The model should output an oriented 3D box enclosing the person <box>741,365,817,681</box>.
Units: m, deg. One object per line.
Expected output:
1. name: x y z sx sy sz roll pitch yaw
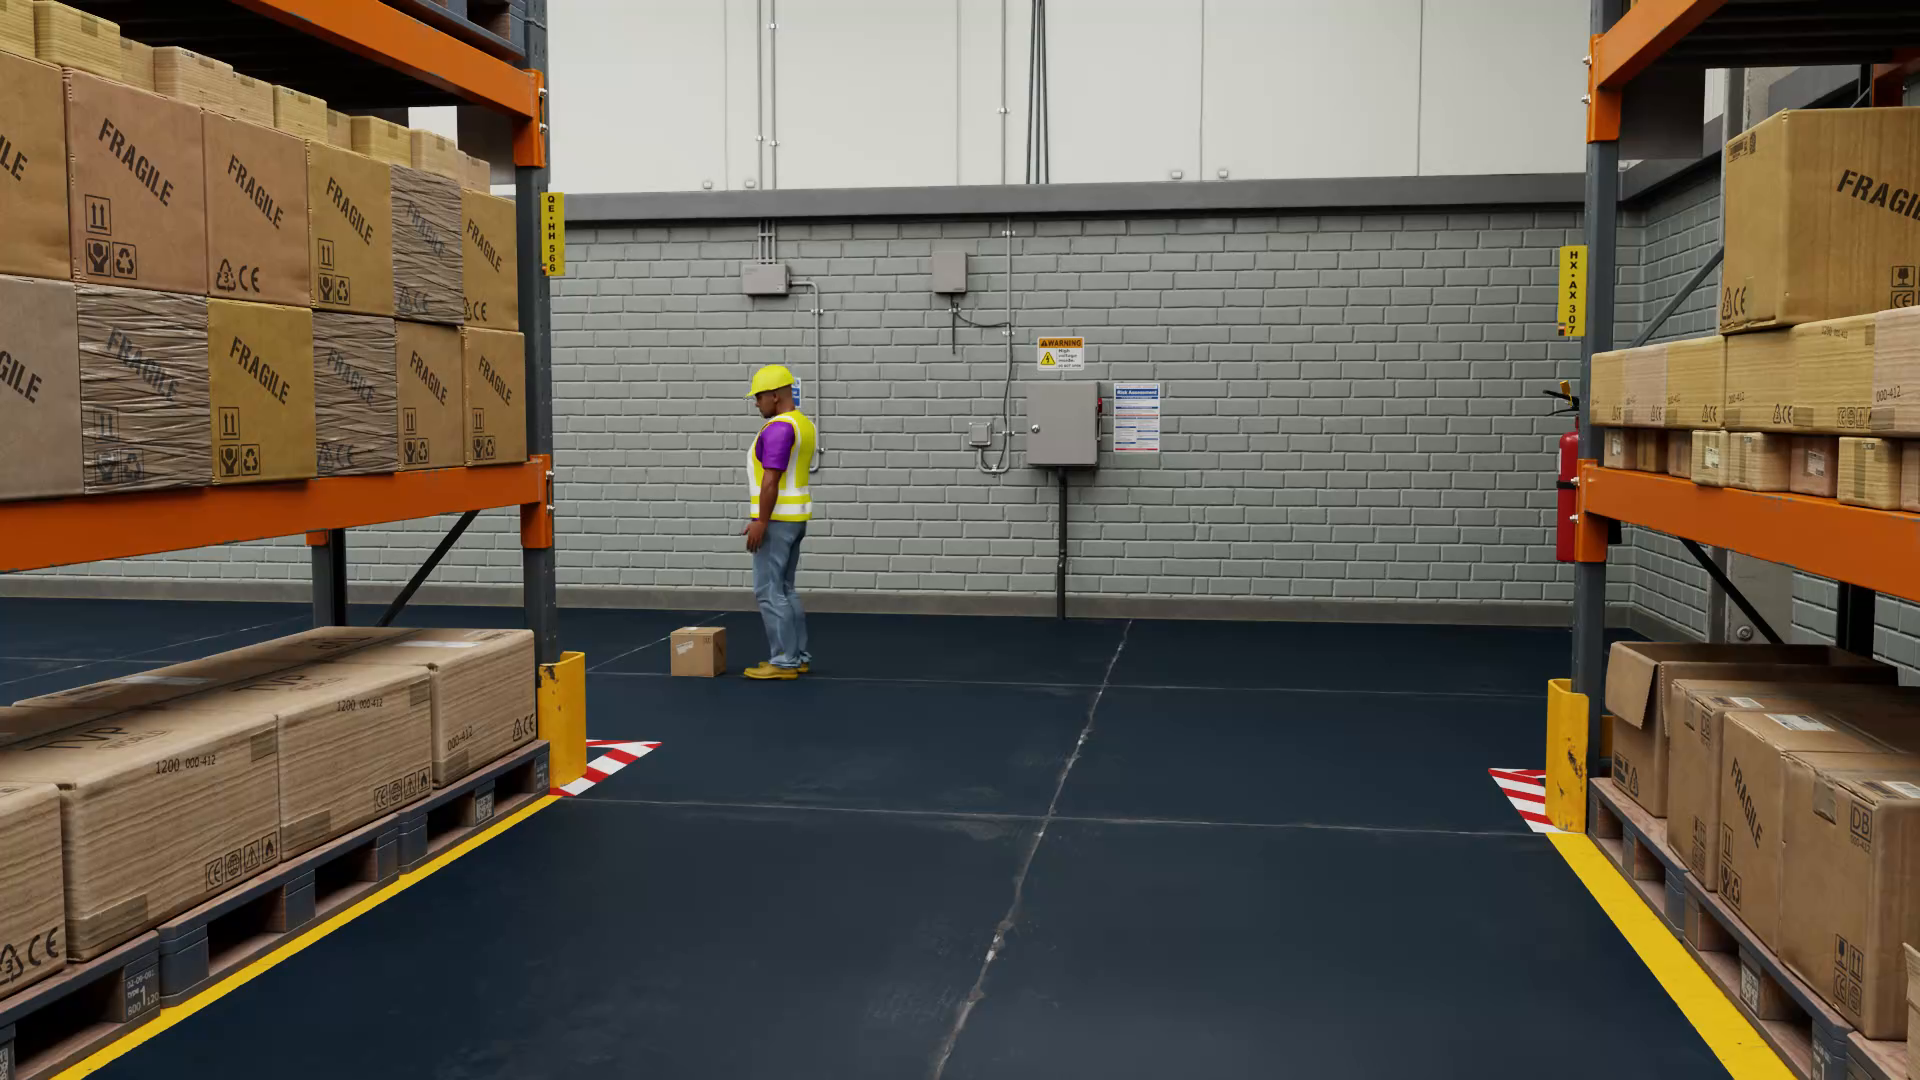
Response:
1. person: -1.019 -0.103 9.362 0.368 1.760 0.568 1 5 10
